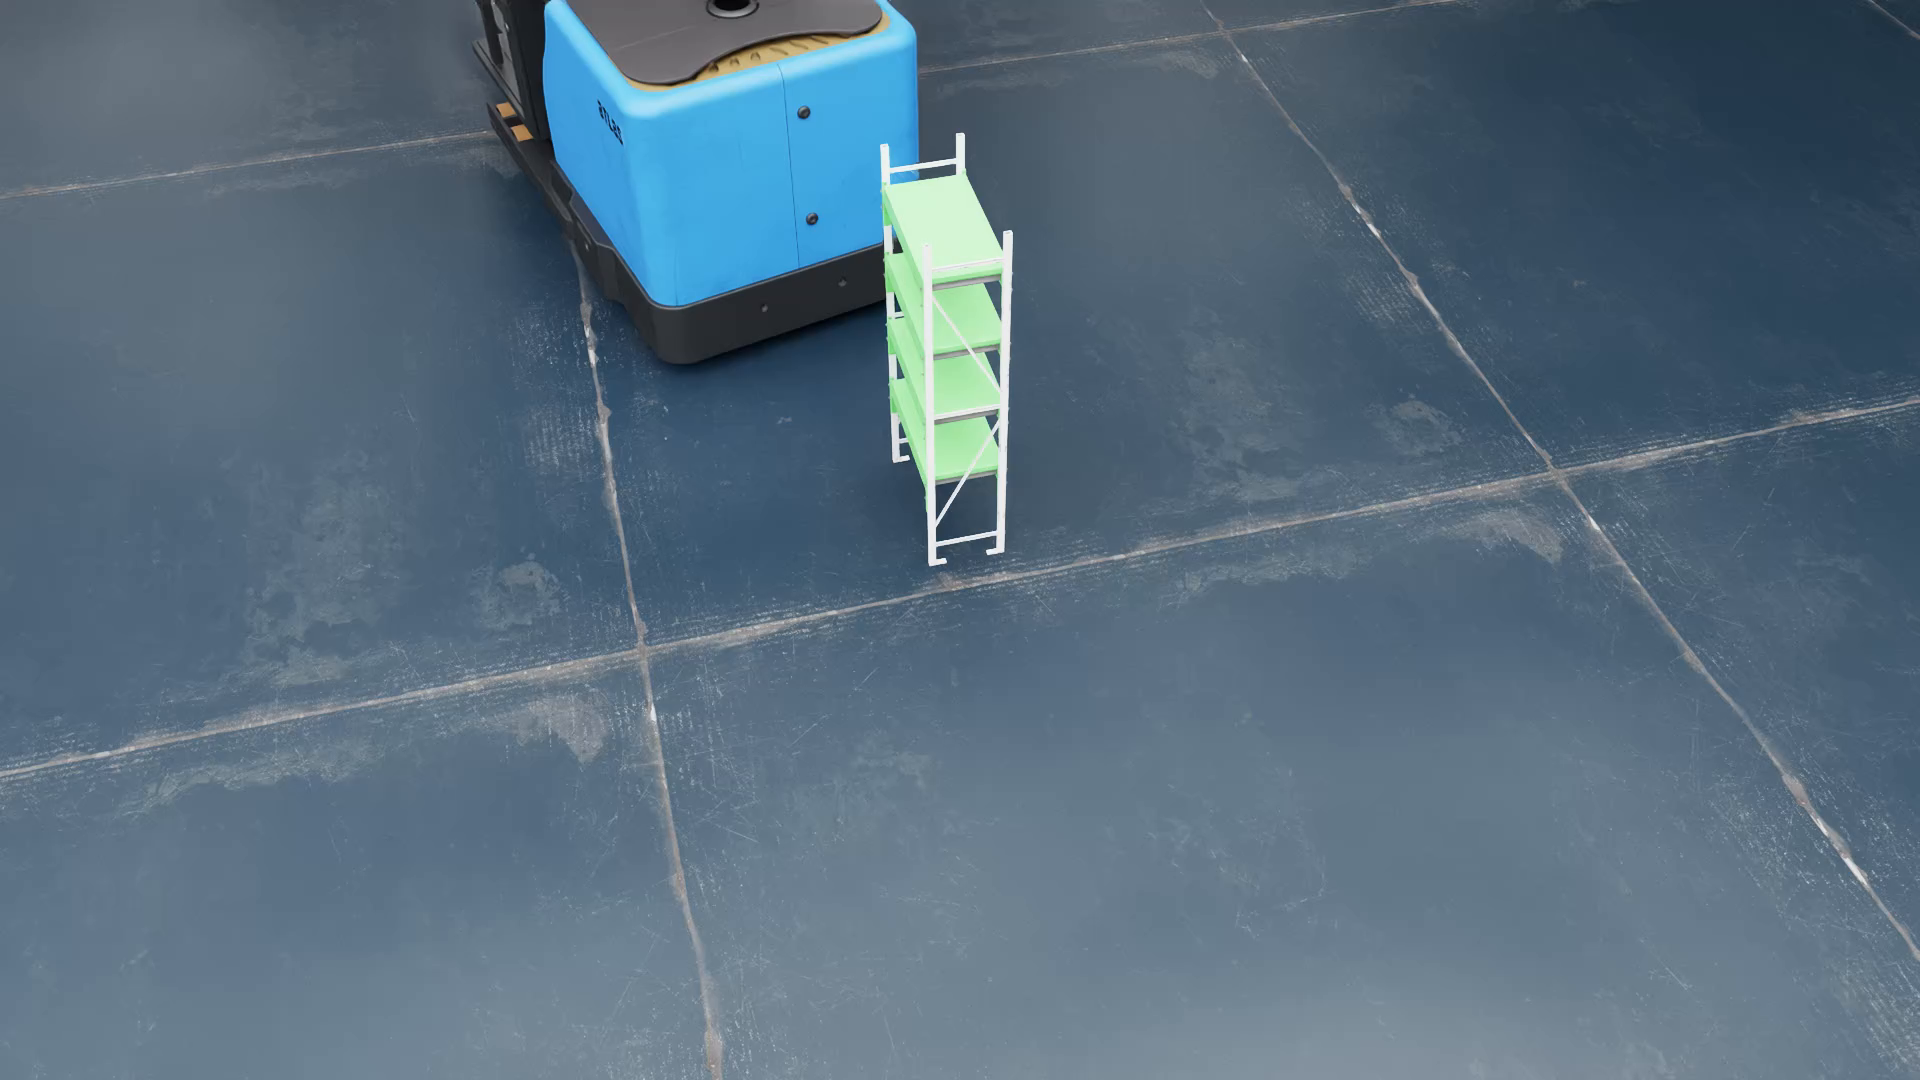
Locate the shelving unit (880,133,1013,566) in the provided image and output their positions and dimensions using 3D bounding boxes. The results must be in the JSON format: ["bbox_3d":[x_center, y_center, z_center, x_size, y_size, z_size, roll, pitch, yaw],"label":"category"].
[{"bbox_3d":[-0.042,-0.534,4.933,0.258,1.200,0.503,-11,47,-10],"label":"shelving unit"}]

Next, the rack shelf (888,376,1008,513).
[{"bbox_3d":[-0.042,-0.322,5.151,0.258,0.148,0.480,-11,47,-10],"label":"rack shelf"}]

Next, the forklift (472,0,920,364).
[{"bbox_3d":[-1.277,-2.682,5.826,1.130,2.935,3.031,-21,49,-20],"label":"forklift"}]

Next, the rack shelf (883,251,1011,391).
[{"bbox_3d":[-0.042,-0.658,4.808,0.258,0.148,0.480,-11,47,-10],"label":"rack shelf"}]

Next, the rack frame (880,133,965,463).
[{"bbox_3d":[-0.105,-0.703,5.099,0.240,1.200,0.015,-11,47,-10],"label":"rack frame"}]

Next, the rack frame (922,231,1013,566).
[{"bbox_3d":[0.020,-0.366,4.768,0.240,1.200,0.015,-11,47,-10],"label":"rack frame"}]

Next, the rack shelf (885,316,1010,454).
[{"bbox_3d":[-0.042,-0.490,4.979,0.258,0.148,0.480,-11,47,-10],"label":"rack shelf"}]

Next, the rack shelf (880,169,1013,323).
[{"bbox_3d":[-0.042,-0.825,4.636,0.258,0.148,0.480,-11,47,-10],"label":"rack shelf"}]
